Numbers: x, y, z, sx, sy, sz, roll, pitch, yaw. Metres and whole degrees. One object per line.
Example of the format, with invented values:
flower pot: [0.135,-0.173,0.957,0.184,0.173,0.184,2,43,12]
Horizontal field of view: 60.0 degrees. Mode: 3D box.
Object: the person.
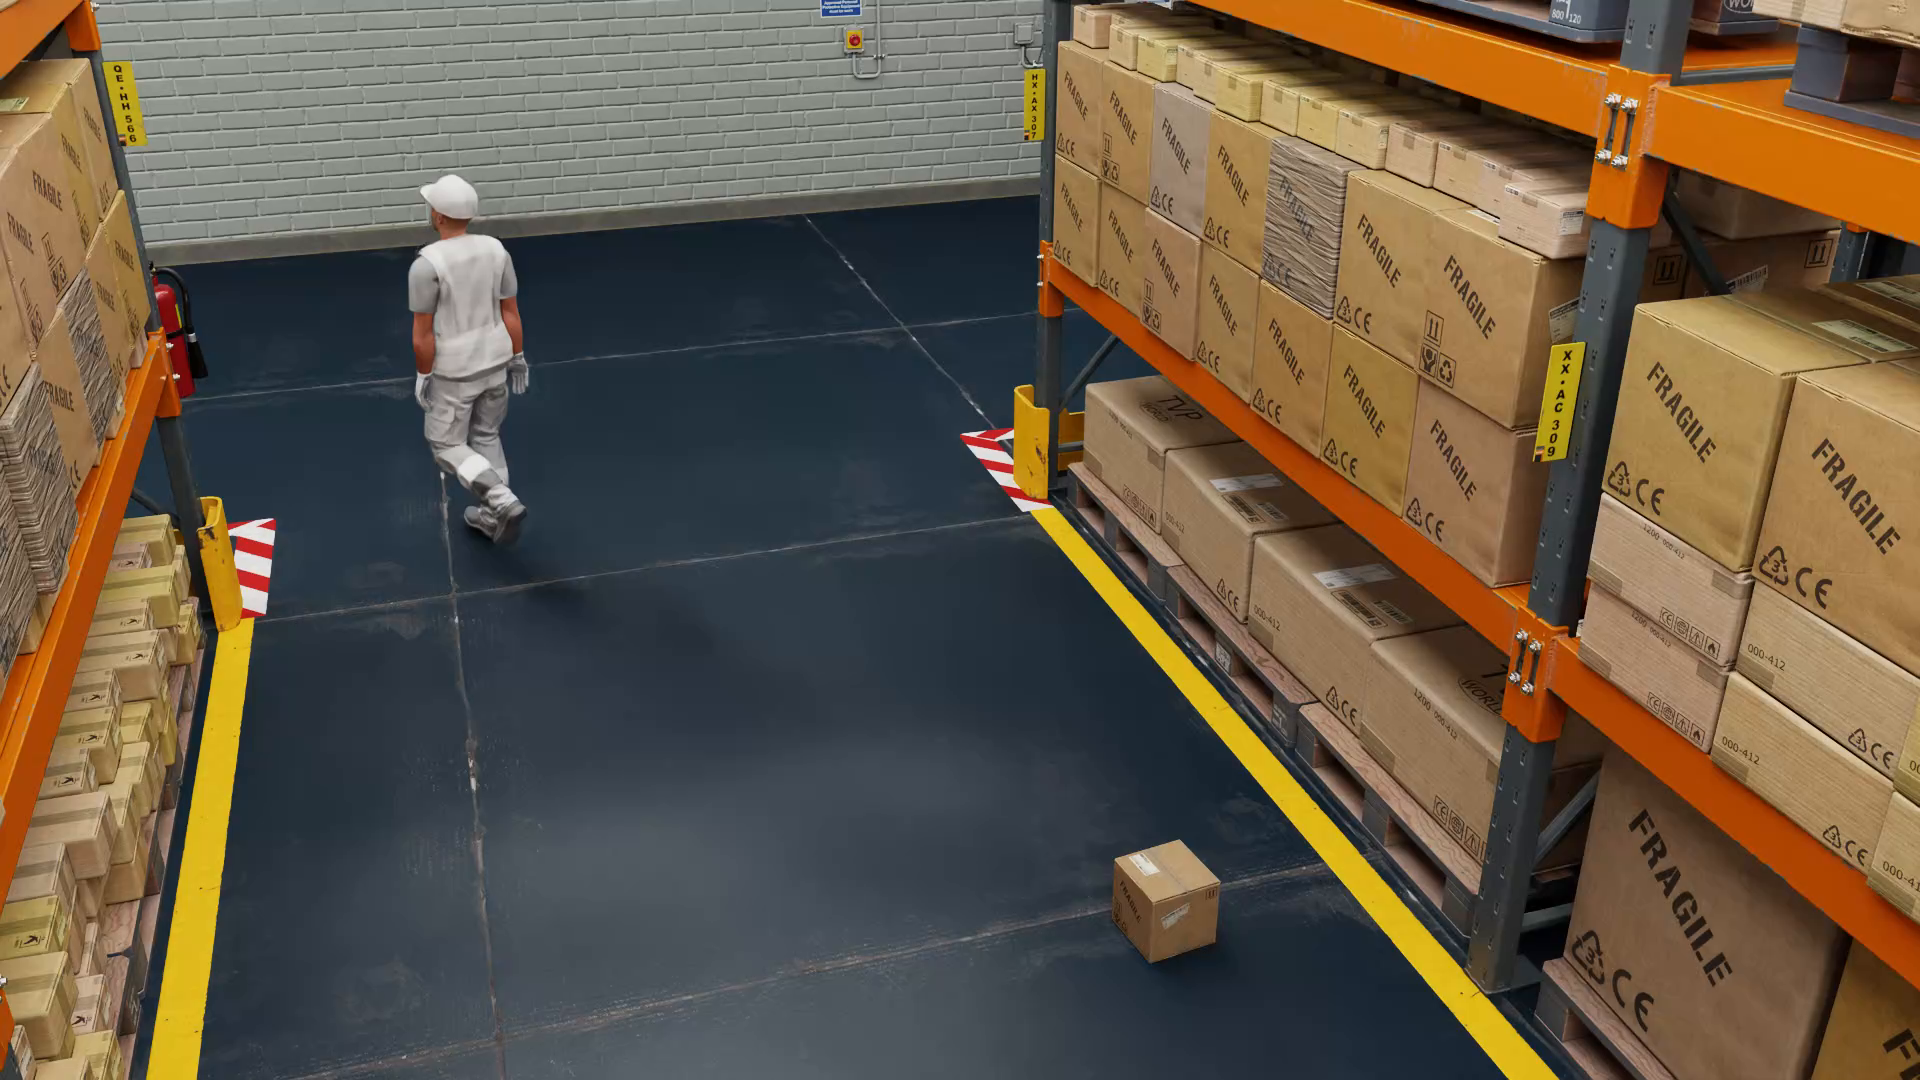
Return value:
person: [-2.215,-0.774,7.627,0.714,1.779,0.565,21,33,37]
